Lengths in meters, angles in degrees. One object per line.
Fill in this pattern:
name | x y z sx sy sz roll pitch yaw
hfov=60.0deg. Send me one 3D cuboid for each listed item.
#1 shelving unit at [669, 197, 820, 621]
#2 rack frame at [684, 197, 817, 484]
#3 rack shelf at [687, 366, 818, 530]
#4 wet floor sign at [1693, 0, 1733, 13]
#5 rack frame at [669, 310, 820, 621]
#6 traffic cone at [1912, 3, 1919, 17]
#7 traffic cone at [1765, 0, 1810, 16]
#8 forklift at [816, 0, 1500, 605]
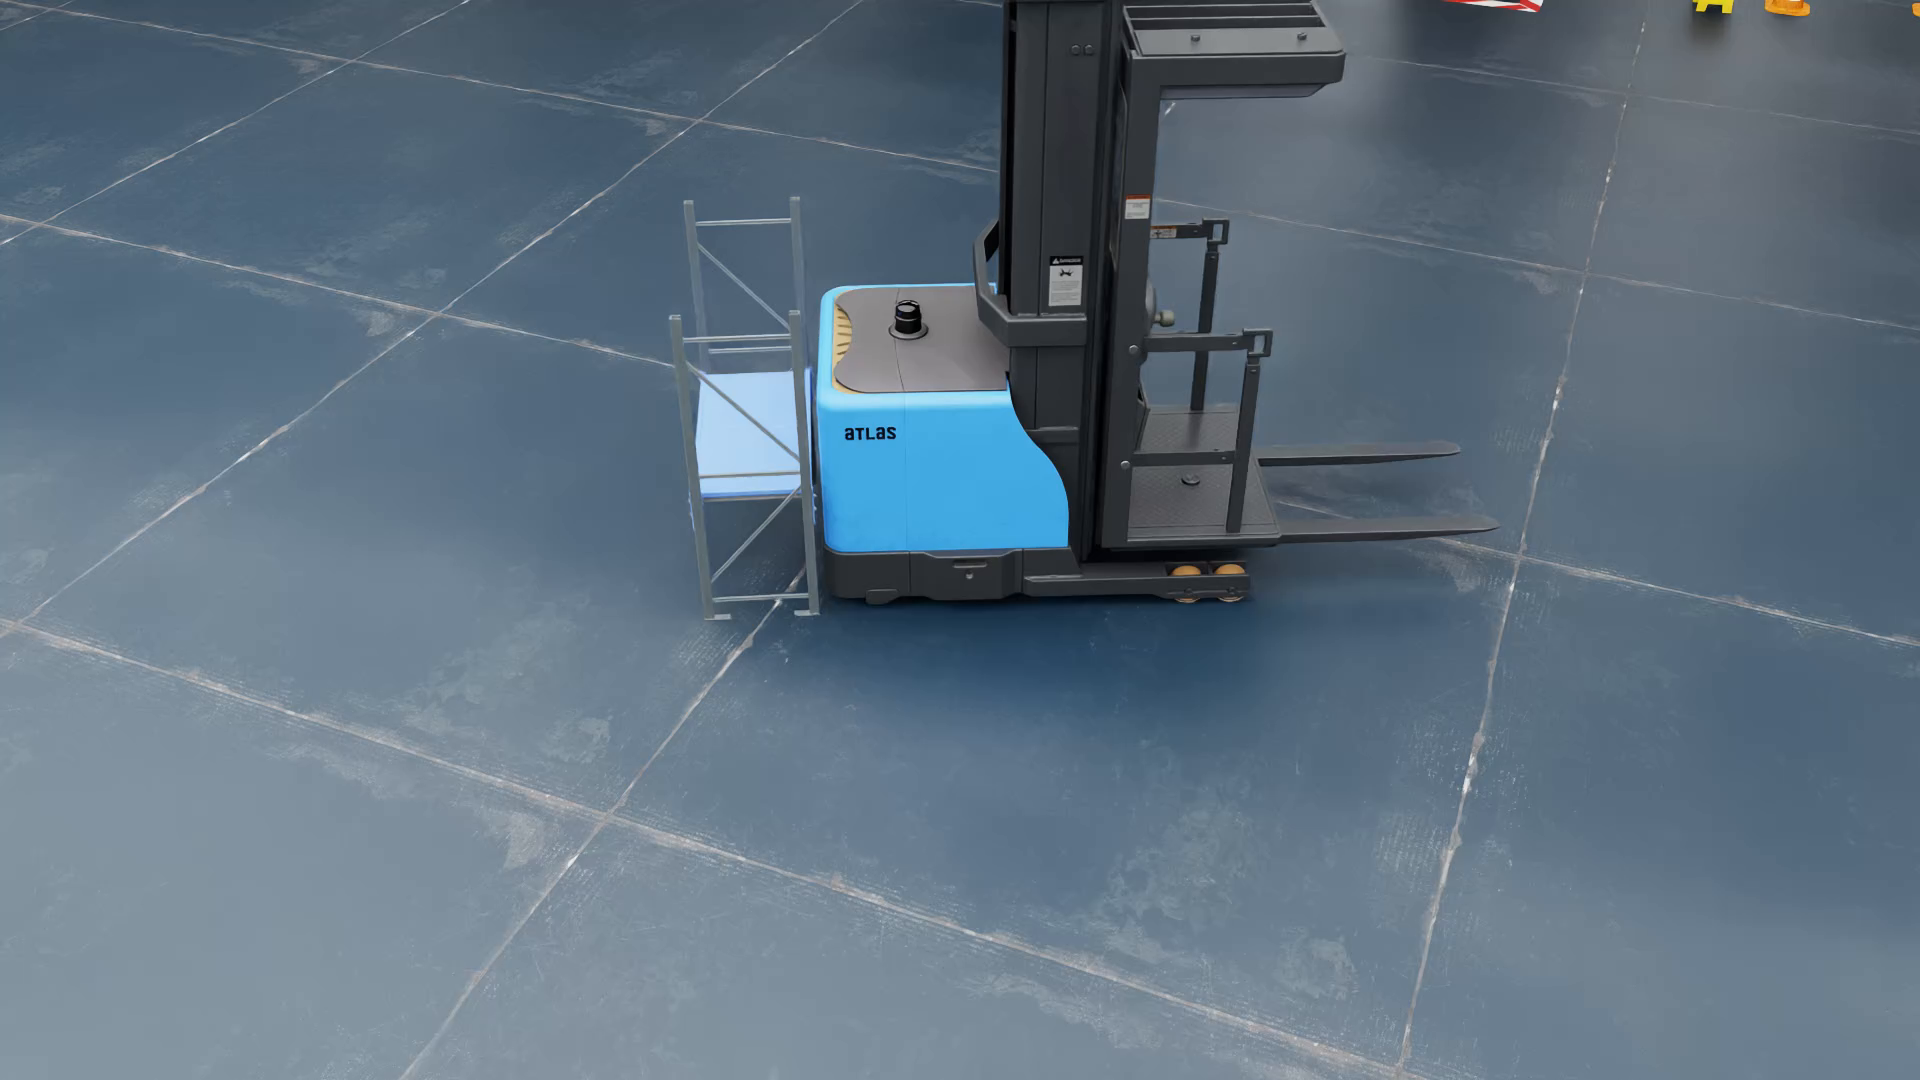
shelving unit | -0.907 -0.570 7.260 0.538 1.500 1.048 -3 37 -4
rack frame | -0.947 -0.873 7.666 0.500 1.500 0.032 -3 37 -4
rack shelf | -0.907 -0.426 7.368 0.538 0.185 1.000 -3 37 -4
wet floor sign | 6.127 -4.599 13.364 0.267 0.644 0.232 7 37 10
rack frame | -0.867 -0.267 6.854 0.500 1.500 0.032 -3 37 -4
traffic cone | 7.893 -4.454 13.322 0.336 0.463 0.334 14 39 18
traffic cone | 6.737 -4.518 13.408 0.336 0.463 0.334 14 39 18
forklift | 0.895 -1.213 6.924 3.031 2.935 1.130 -2 37 -2
